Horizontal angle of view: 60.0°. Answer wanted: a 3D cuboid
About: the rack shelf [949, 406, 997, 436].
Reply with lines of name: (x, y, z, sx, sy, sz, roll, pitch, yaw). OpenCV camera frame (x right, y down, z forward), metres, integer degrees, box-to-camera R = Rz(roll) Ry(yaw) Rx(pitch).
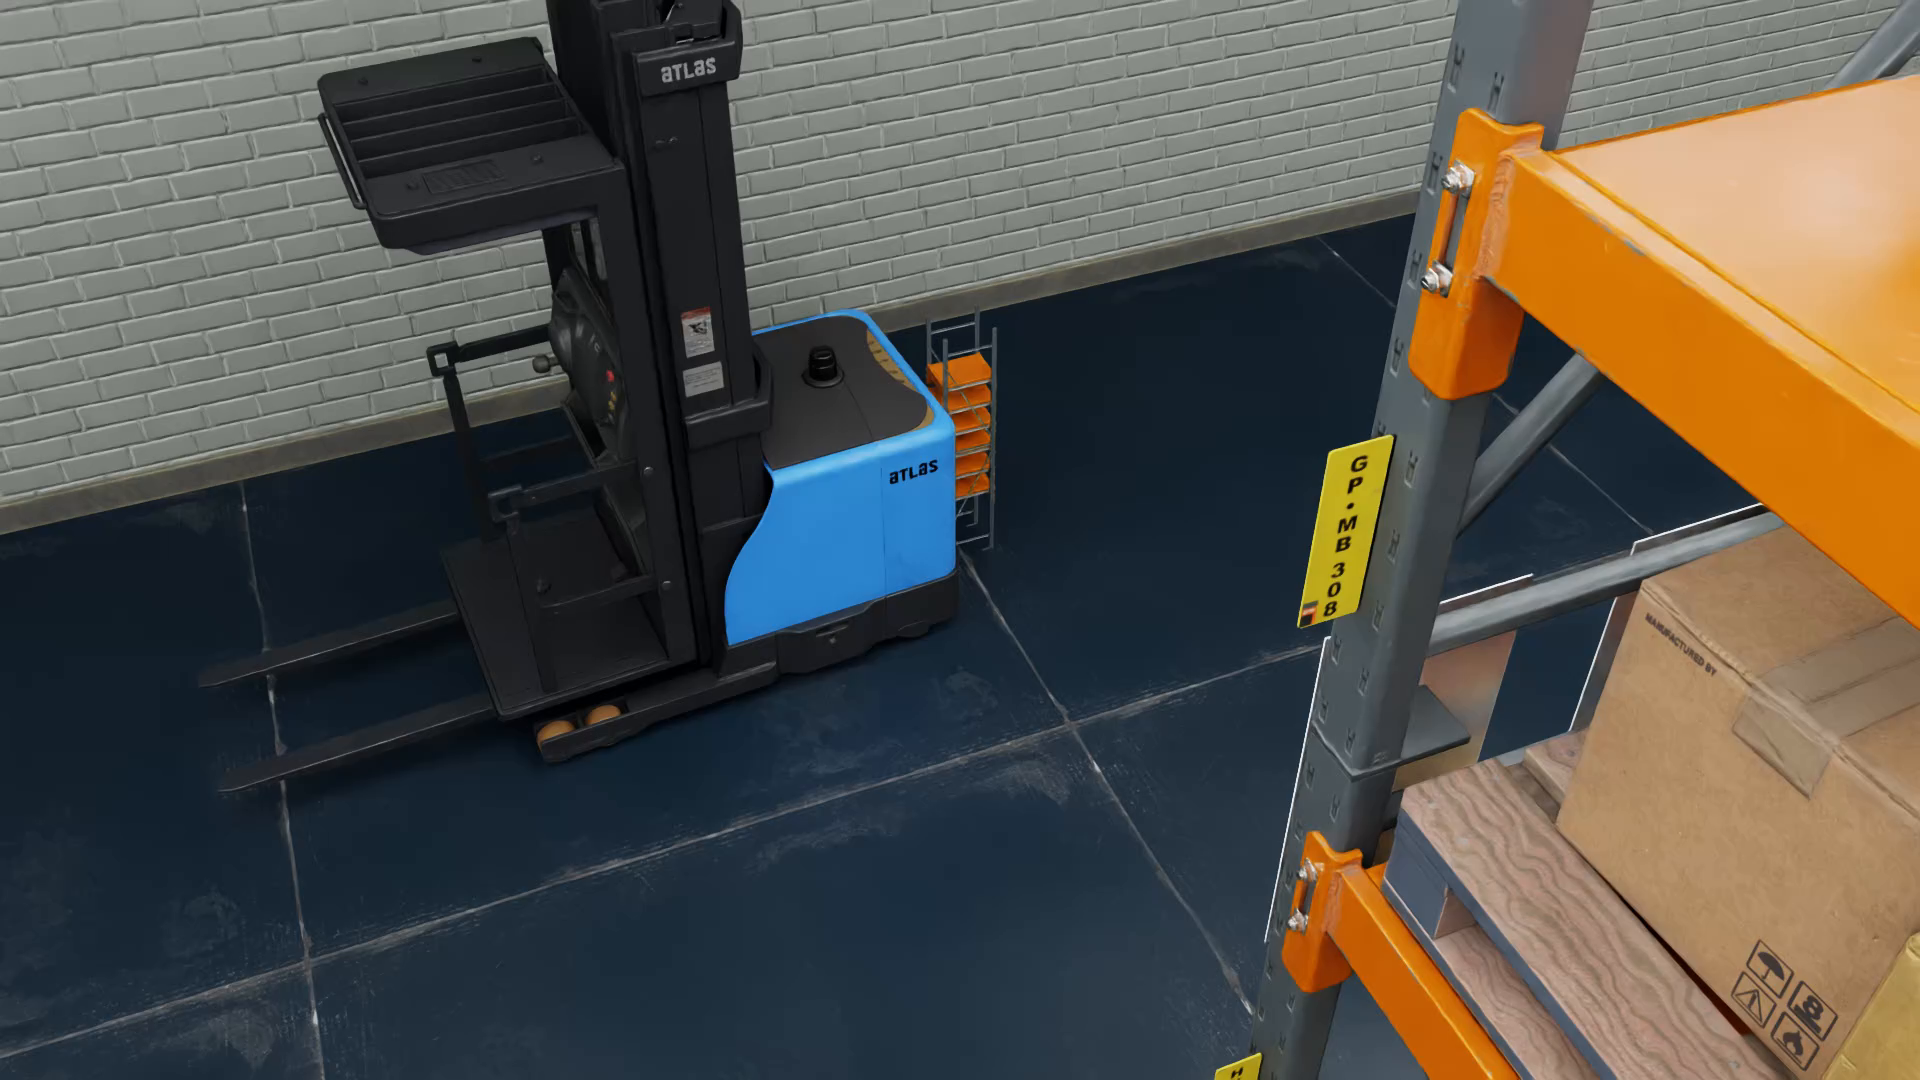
rack shelf: (0.006, -0.504, 7.218, 0.258, 0.103, 0.180, -15, 43, -17)

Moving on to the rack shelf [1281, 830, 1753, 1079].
rack shelf: (1.821, 1.698, 1.645, 1.077, 0.370, 4.000, -15, 43, -17)

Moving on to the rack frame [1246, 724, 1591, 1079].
rack frame: (1.056, 1.357, 3.790, 1.000, 3.000, 0.127, -15, 43, -17)

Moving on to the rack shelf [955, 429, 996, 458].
rack shelf: (0.006, -0.413, 7.296, 0.258, 0.103, 0.180, -15, 43, -17)

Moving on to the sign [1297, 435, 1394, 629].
sign: (0.541, -0.007, 2.344, 0.100, 0.325, 0.005, -15, 43, -17)

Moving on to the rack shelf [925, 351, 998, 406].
rack shelf: (0.006, -0.685, 7.062, 0.258, 0.103, 0.180, -15, 43, -17)

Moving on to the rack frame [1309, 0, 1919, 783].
rack frame: (1.056, -0.917, 1.834, 1.000, 3.000, 0.127, -15, 43, -17)

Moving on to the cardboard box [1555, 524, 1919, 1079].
cardboard box: (1.304, 0.285, 2.261, 0.700, 0.500, 0.500, -18, 44, -19)

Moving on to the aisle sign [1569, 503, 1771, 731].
aisle sign: (1.305, 0.253, 3.080, 0.394, 0.787, 0.004, -15, 43, -17)

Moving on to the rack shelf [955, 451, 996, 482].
rack shelf: (0.006, -0.322, 7.374, 0.258, 0.103, 0.180, -15, 43, -17)

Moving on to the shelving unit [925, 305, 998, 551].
shelving unit: (0.006, -0.446, 7.267, 0.258, 1.200, 0.189, -15, 43, -17)

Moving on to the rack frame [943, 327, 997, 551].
rack frame: (0.041, -0.391, 7.203, 0.240, 1.200, 0.006, -15, 43, -17)

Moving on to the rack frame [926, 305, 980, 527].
rack frame: (-0.029, -0.501, 7.331, 0.240, 1.200, 0.006, -15, 43, -17)

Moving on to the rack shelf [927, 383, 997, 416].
rack shelf: (0.006, -0.594, 7.140, 0.258, 0.103, 0.180, -15, 43, -17)

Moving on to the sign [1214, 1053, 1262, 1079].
sign: (0.541, 1.134, 3.325, 0.100, 0.325, 0.005, -15, 43, -17)

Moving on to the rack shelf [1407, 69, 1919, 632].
rack shelf: (1.821, 0.712, 0.798, 1.077, 0.370, 4.000, -15, 43, -17)

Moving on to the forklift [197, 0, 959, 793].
forklift: (-1.560, -0.622, 6.143, 3.031, 2.935, 1.130, -17, 44, -19)

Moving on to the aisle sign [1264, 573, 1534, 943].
aisle sign: (0.751, 0.403, 2.905, 0.394, 0.787, 0.004, -15, 43, -17)

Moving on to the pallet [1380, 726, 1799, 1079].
pallet: (1.349, 0.698, 2.324, 1.003, 0.211, 1.213, -15, 43, -17)

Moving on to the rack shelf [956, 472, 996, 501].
rack shelf: (0.006, -0.231, 7.453, 0.258, 0.103, 0.180, -15, 43, -17)

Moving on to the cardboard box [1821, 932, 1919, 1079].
cardboard box: (1.408, 0.654, 1.832, 0.700, 0.500, 0.500, -17, 43, -18)
